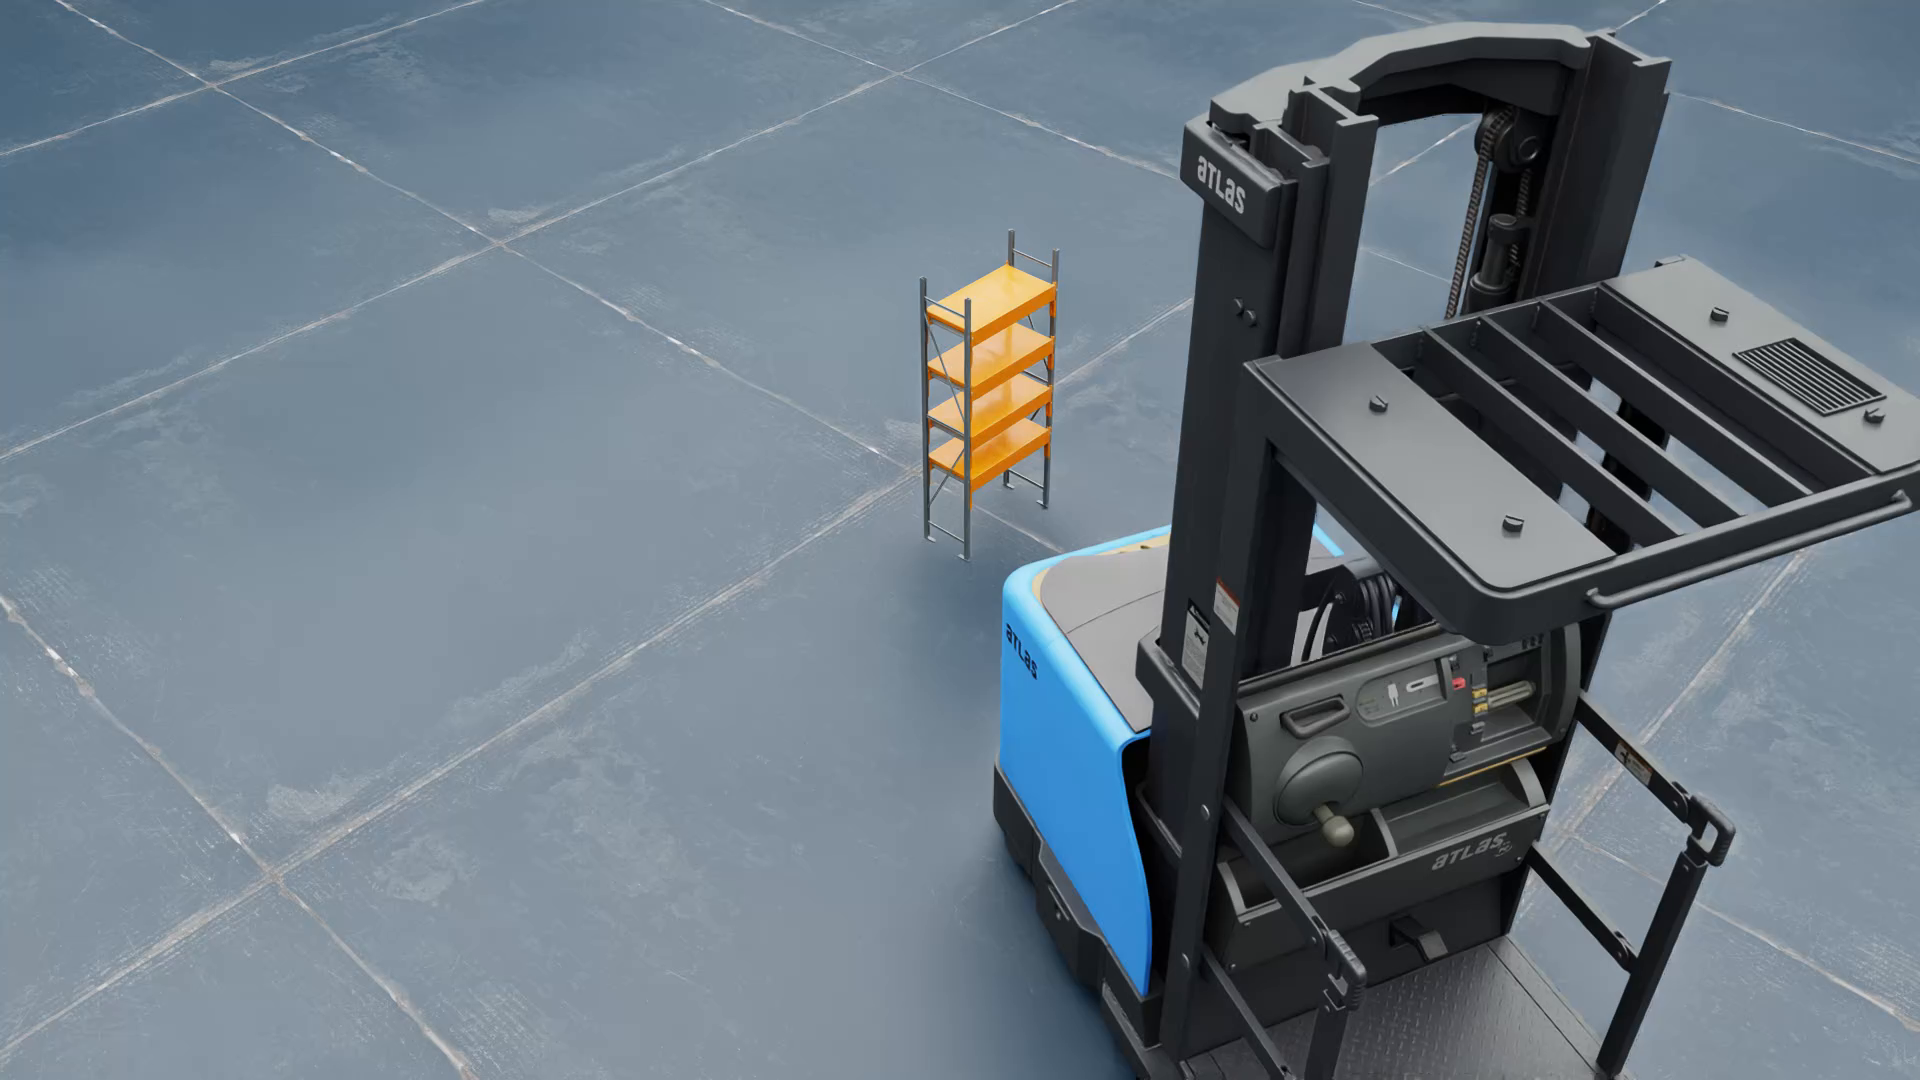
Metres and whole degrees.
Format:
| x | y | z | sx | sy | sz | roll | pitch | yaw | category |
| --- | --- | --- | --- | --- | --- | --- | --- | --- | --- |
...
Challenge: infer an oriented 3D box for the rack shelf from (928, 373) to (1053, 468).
| x | y | z | sx | sy | sz | roll | pitch | yaw | category |
| --- | --- | --- | --- | --- | --- | --- | --- | --- | --- |
| 0.112 | -0.493 | 6.514 | 0.258 | 0.148 | 0.480 | 30 | 47 | 32 | rack shelf |

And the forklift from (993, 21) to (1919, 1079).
| x | y | z | sx | sy | sz | roll | pitch | yaw | category |
| --- | --- | --- | --- | --- | --- | --- | --- | --- | --- |
| 1.158 | 0.506 | 3.759 | 1.130 | 2.935 | 3.031 | -15 | 41 | -18 | forklift |

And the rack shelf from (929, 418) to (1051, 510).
| x | y | z | sx | sy | sz | roll | pitch | yaw | category |
| --- | --- | --- | --- | --- | --- | --- | --- | --- | --- |
| 0.112 | -0.338 | 6.638 | 0.258 | 0.148 | 0.480 | 30 | 47 | 32 | rack shelf |

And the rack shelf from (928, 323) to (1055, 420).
| x | y | z | sx | sy | sz | roll | pitch | yaw | category |
| --- | --- | --- | --- | --- | --- | --- | --- | --- | --- |
| 0.112 | -0.668 | 6.375 | 0.258 | 0.148 | 0.480 | 30 | 47 | 32 | rack shelf |

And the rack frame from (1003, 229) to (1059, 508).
| x | y | z | sx | sy | sz | roll | pitch | yaw | category |
| --- | --- | --- | --- | --- | --- | --- | --- | --- | --- |
| 0.276 | -0.658 | 6.613 | 0.240 | 1.200 | 0.015 | 30 | 47 | 32 | rack frame |

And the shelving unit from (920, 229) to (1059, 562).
| x | y | z | sx | sy | sz | roll | pitch | yaw | category |
| --- | --- | --- | --- | --- | --- | --- | --- | --- | --- |
| 0.112 | -0.546 | 6.472 | 0.258 | 1.200 | 0.503 | 30 | 47 | 32 | shelving unit |

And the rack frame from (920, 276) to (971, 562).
| x | y | z | sx | sy | sz | roll | pitch | yaw | category |
| --- | --- | --- | --- | --- | --- | --- | --- | --- | --- |
| -0.053 | -0.434 | 6.331 | 0.240 | 1.200 | 0.015 | 30 | 47 | 32 | rack frame |

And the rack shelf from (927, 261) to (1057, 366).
| x | y | z | sx | sy | sz | roll | pitch | yaw | category |
| --- | --- | --- | --- | --- | --- | --- | --- | --- | --- |
| 0.112 | -0.853 | 6.228 | 0.258 | 0.148 | 0.480 | 30 | 47 | 32 | rack shelf |
